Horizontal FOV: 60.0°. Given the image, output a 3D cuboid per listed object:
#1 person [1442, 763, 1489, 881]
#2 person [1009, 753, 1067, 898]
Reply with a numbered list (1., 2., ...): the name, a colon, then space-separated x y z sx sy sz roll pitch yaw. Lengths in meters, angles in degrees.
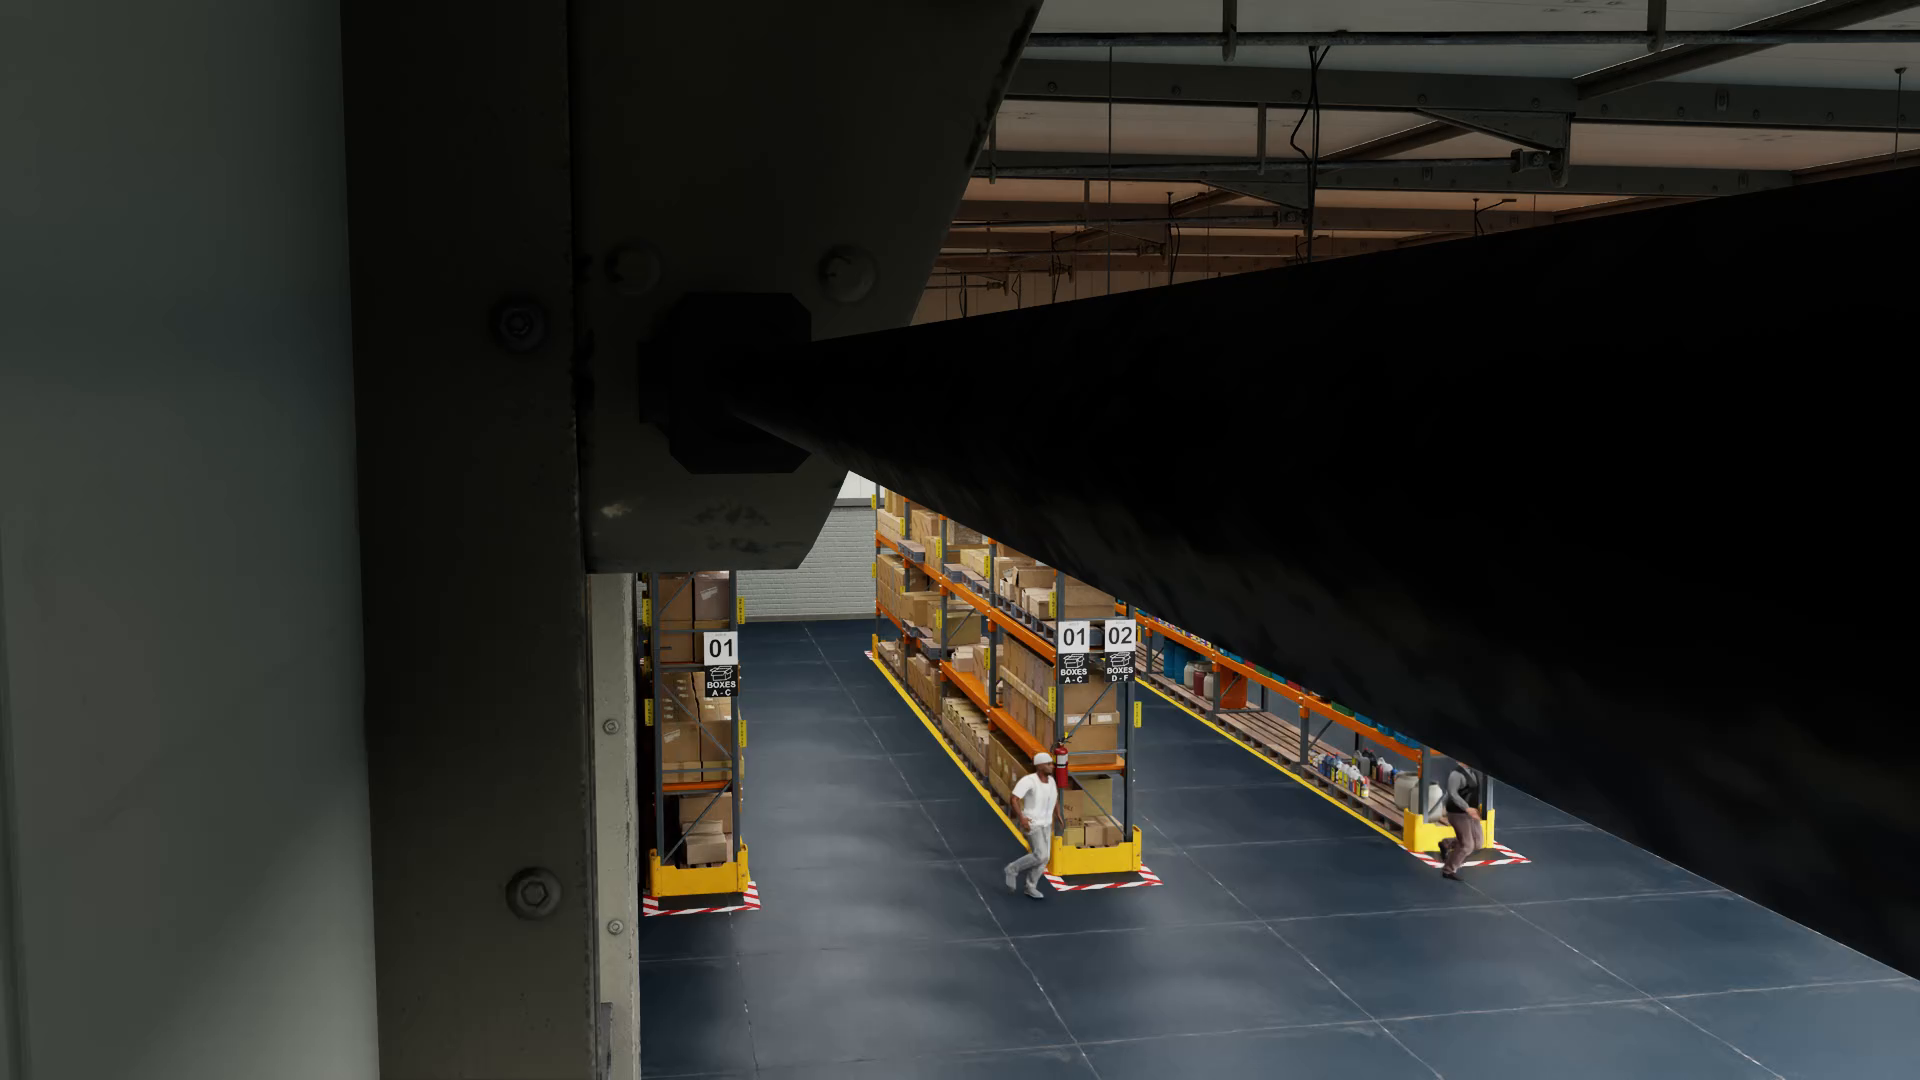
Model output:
1. person: 6.306 3.384 20.659 0.580 1.657 0.684 4 7 37
2. person: 0.989 3.421 20.072 0.552 1.707 0.733 5 8 40
